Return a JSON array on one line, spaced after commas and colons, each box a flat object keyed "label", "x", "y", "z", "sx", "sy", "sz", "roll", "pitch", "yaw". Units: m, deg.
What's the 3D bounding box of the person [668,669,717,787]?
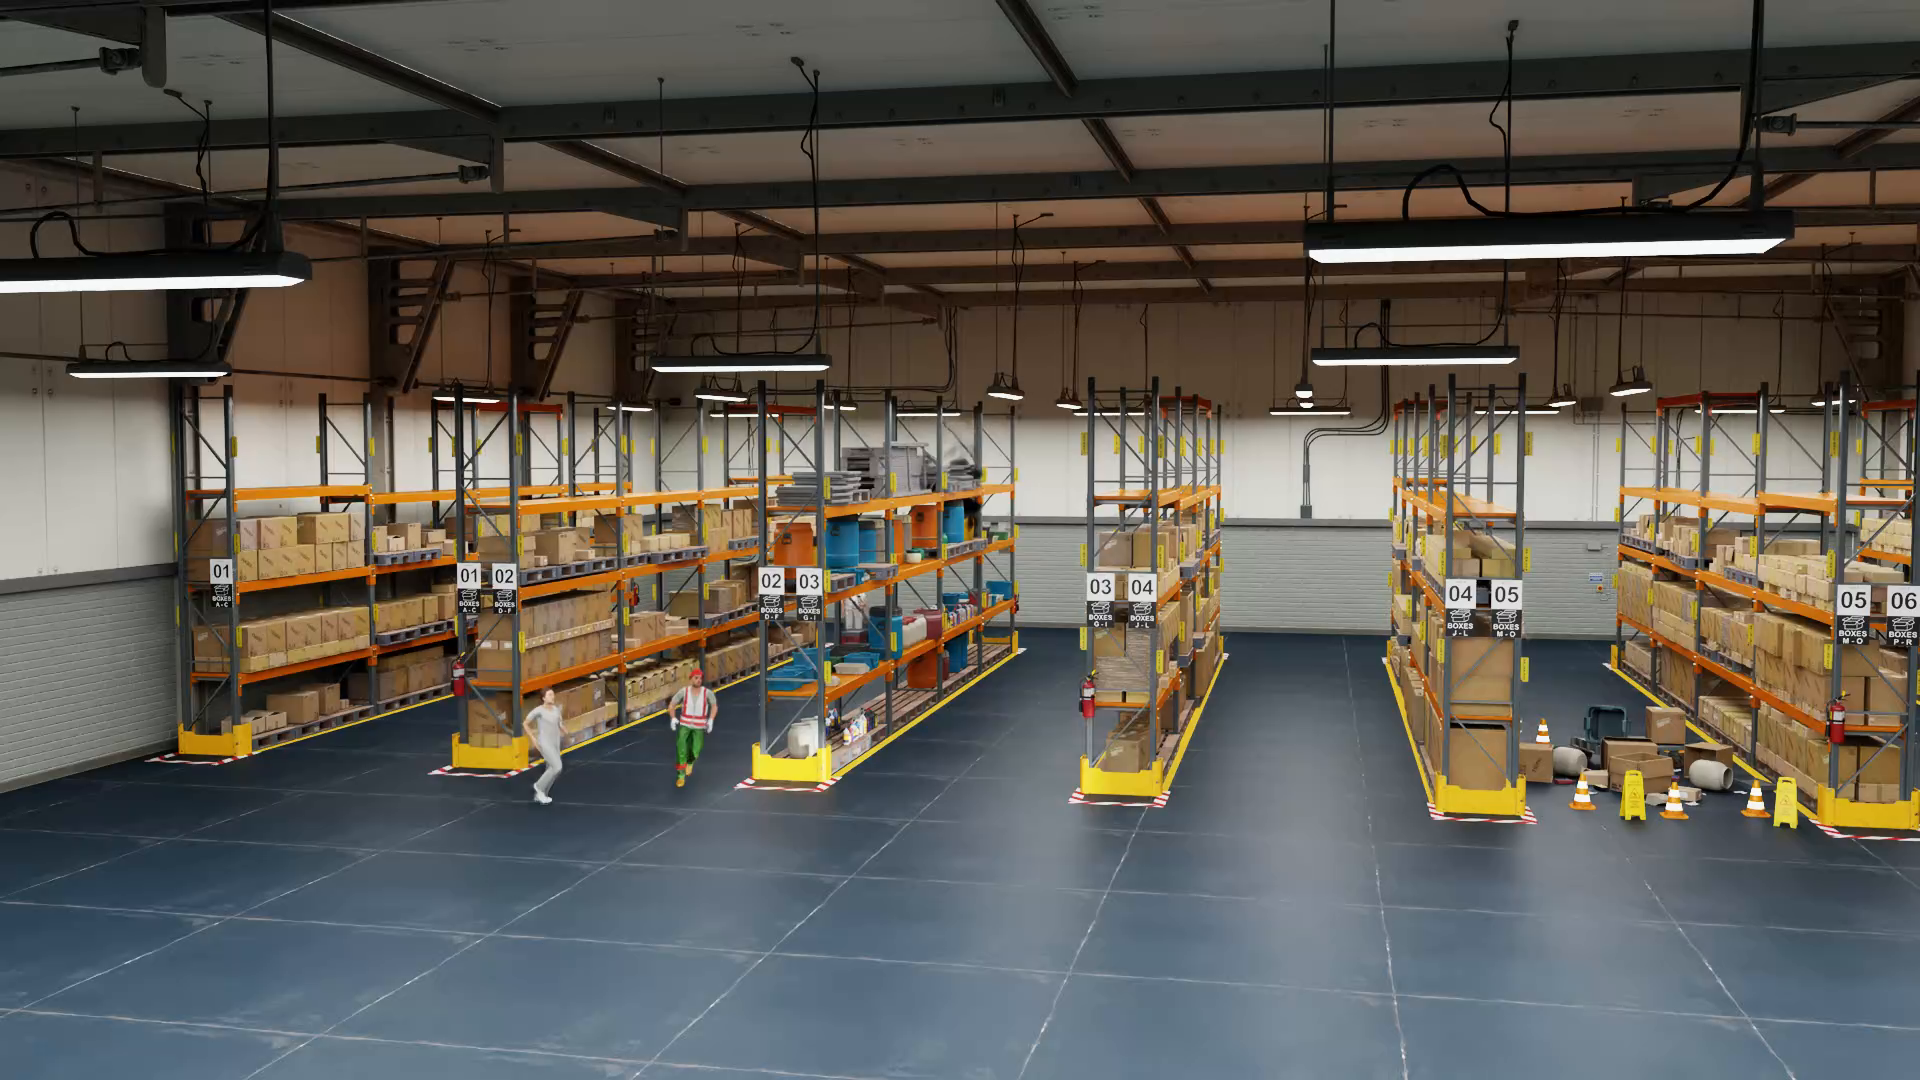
[{"label": "person", "x": -3.959, "y": 2.771, "z": 24.654, "sx": 0.714, "sy": 1.732, "sz": 0.562, "roll": 0, "pitch": 3, "yaw": -8}]

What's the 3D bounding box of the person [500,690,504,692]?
[{"label": "person", "x": -8.199, "y": 2.522, "z": 30.312, "sx": 0.557, "sy": 1.643, "sz": 0.960, "roll": 0, "pitch": 3, "yaw": 9}]

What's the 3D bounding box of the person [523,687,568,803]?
[{"label": "person", "x": -5.726, "y": 2.869, "z": 23.207, "sx": 0.617, "sy": 1.632, "sz": 0.545, "roll": 2, "pitch": 4, "yaw": 29}]

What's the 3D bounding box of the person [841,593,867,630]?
[{"label": "person", "x": -2.507, "y": 1.783, "z": 39.140, "sx": 0.638, "sy": 1.810, "sz": 0.726, "roll": 0, "pitch": 3, "yaw": 0}]
